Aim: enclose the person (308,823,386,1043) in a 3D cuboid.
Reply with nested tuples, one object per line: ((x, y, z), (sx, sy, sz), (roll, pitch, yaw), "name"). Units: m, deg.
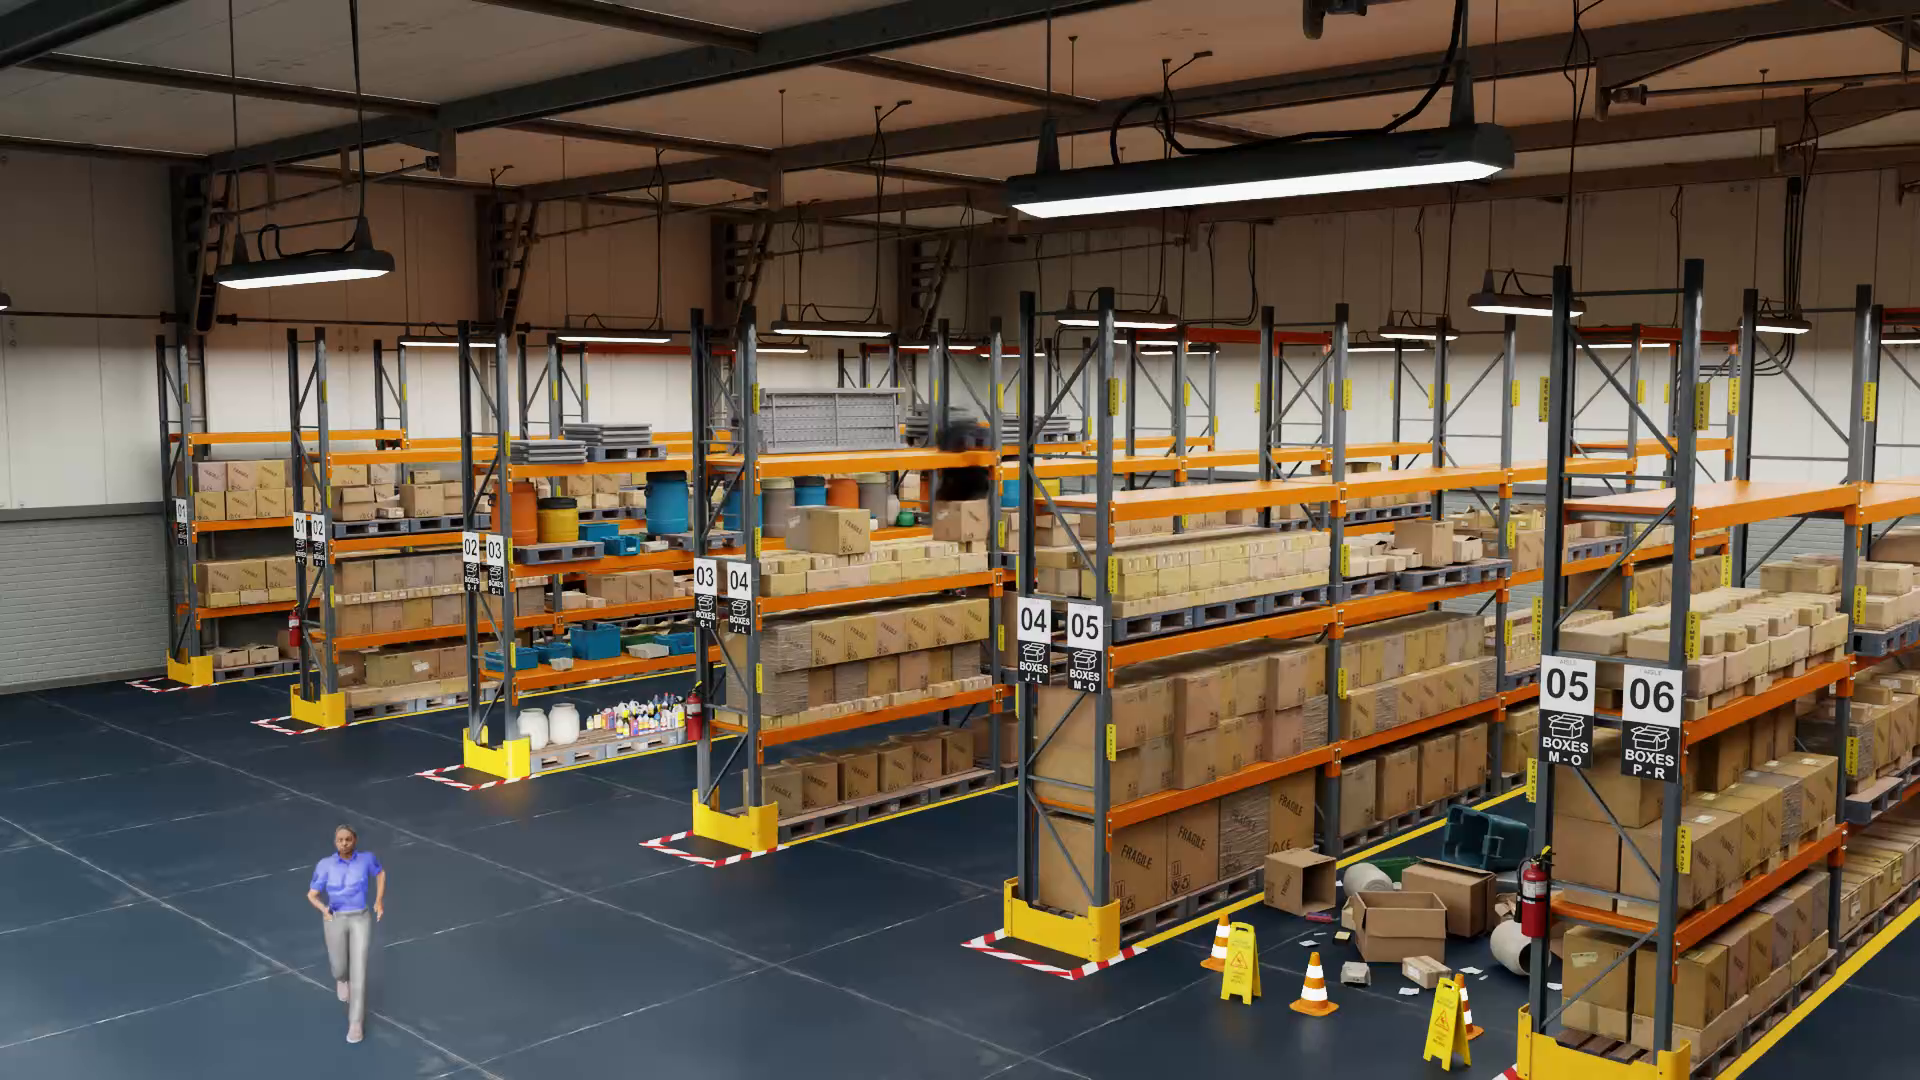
((-4.911, 3.091, 13.361), (0.594, 1.659, 0.890), (-2, 6, -20), "person")
